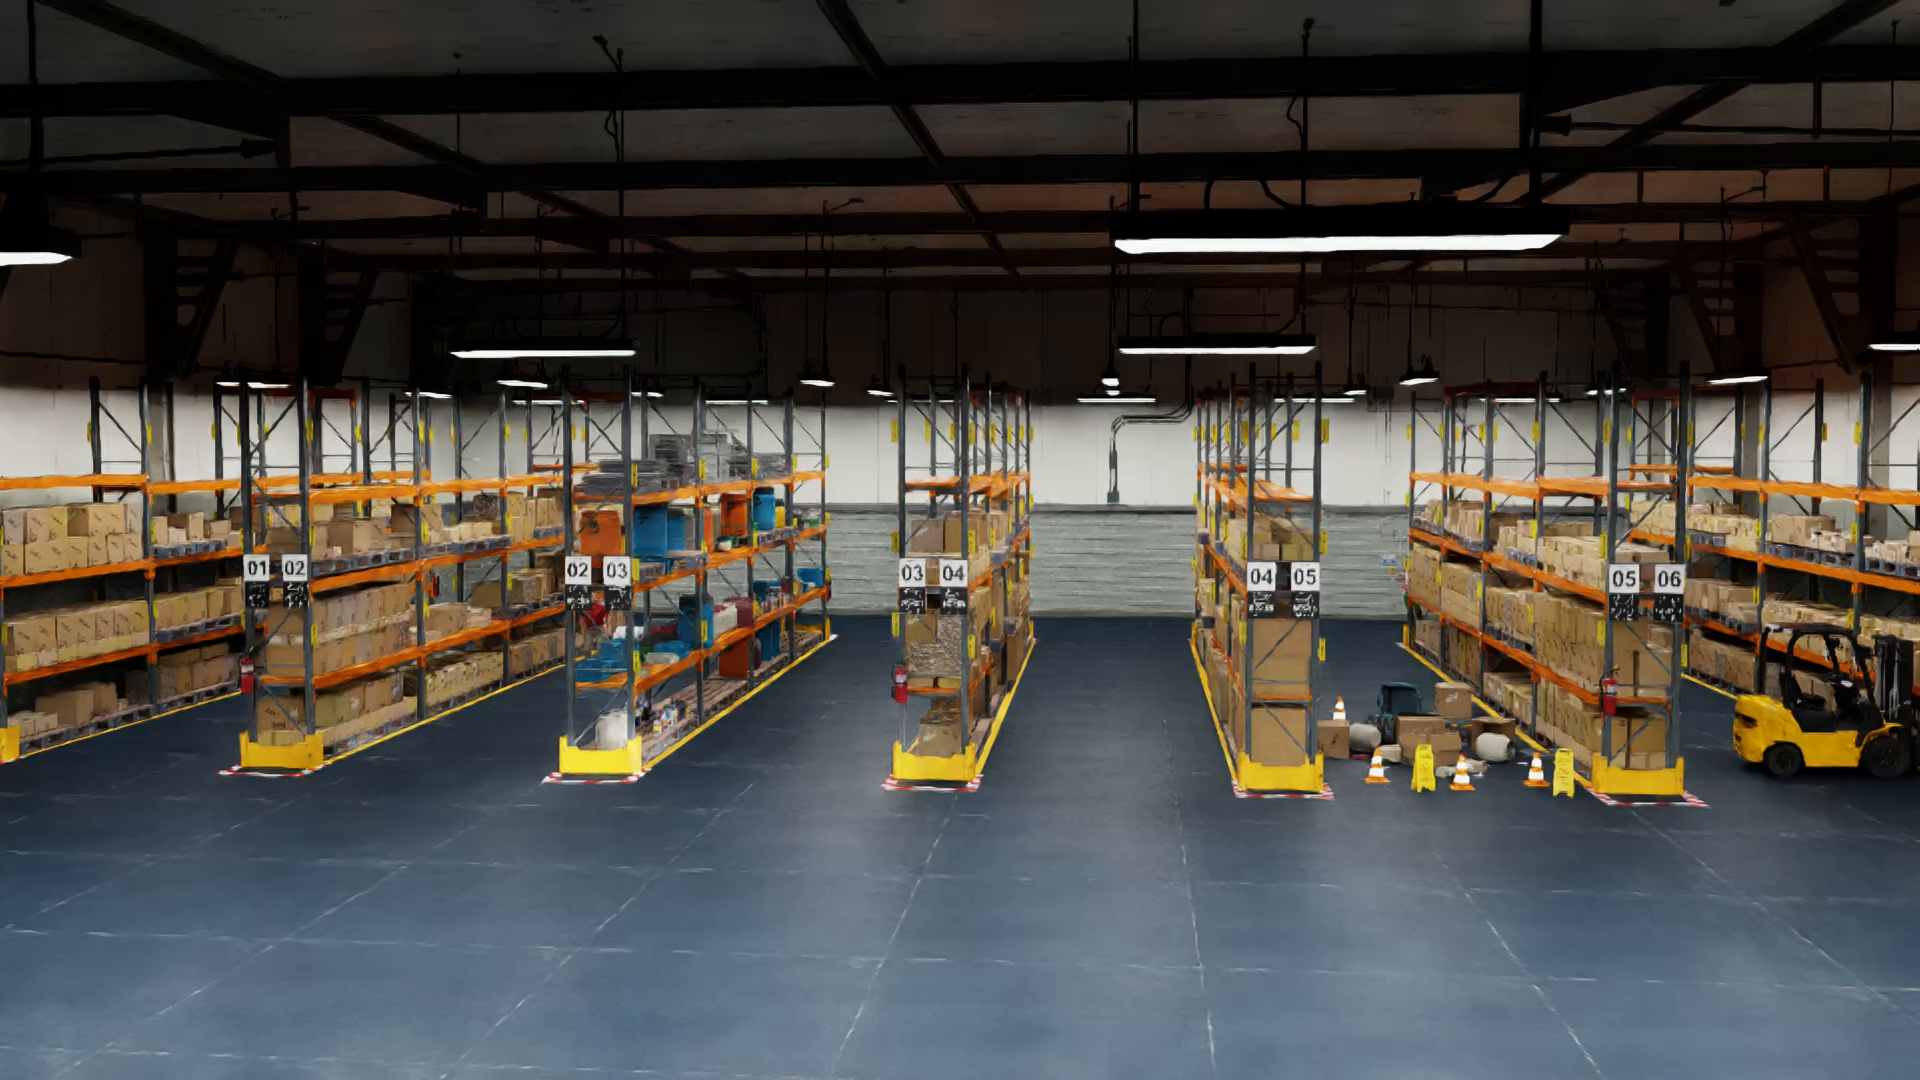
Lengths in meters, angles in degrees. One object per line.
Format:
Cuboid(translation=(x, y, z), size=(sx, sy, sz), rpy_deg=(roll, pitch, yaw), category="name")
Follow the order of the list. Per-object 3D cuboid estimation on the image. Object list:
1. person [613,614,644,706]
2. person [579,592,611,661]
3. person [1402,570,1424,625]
Cuboid(translation=(-6.001, 2.235, 30.371), size=(0.750, 1.639, 0.748), rpy_deg=(1, 4, 9), category="person")
Cuboid(translation=(-7.708, 1.918, 35.101), size=(0.682, 1.676, 0.529), rpy_deg=(0, 4, 4), category="person")
Cuboid(translation=(11.808, 1.339, 43.323), size=(0.589, 1.779, 0.576), rpy_deg=(3, 5, 42), category="person")
